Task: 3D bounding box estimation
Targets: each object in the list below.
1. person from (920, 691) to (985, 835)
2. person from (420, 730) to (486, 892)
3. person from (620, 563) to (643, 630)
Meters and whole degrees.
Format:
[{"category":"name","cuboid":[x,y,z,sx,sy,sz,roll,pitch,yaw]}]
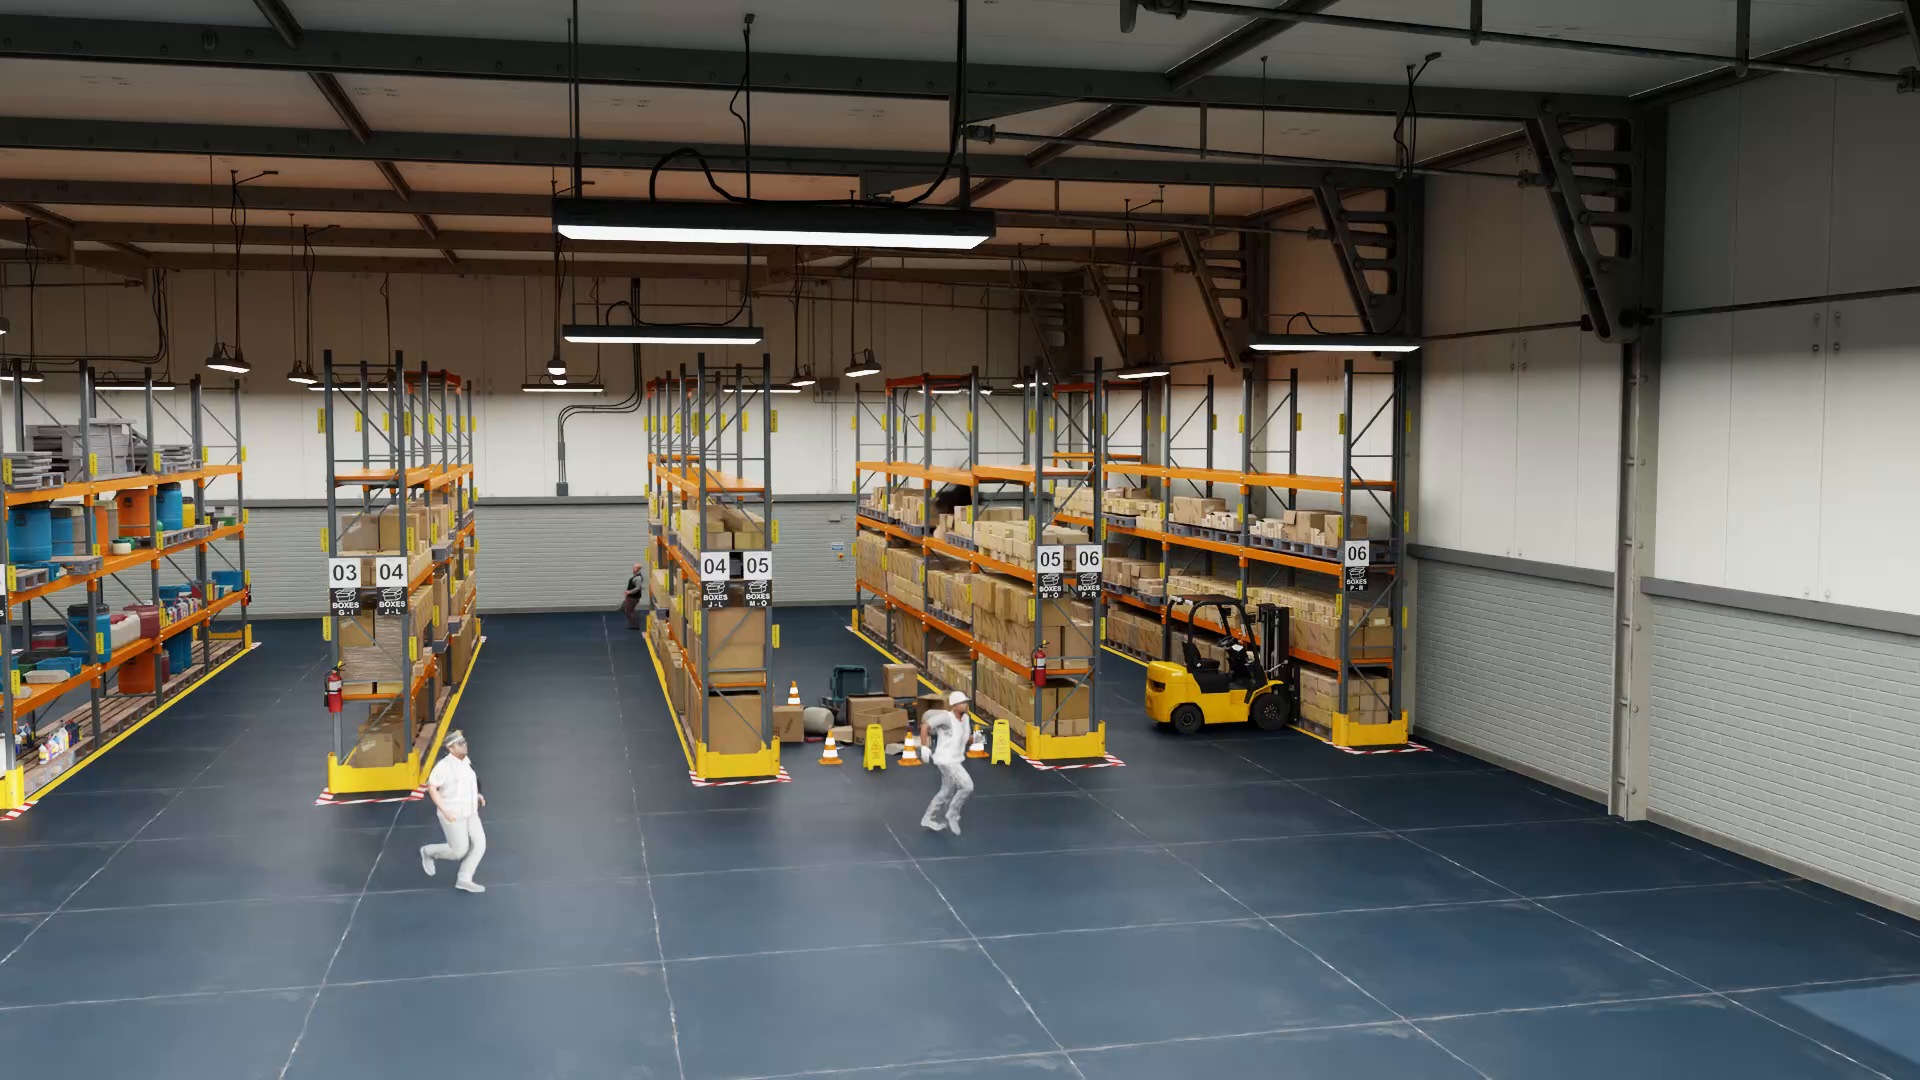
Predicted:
[{"category":"person","cuboid":[-0.101,2.706,20.204,0.817,1.753,0.718,2,4,27]},{"category":"person","cuboid":[-5.435,2.904,17.863,0.660,1.747,0.683,1,4,20]},{"category":"person","cuboid":[-7.962,1.374,40.300,0.561,1.639,0.757,-1,4,-11]}]
